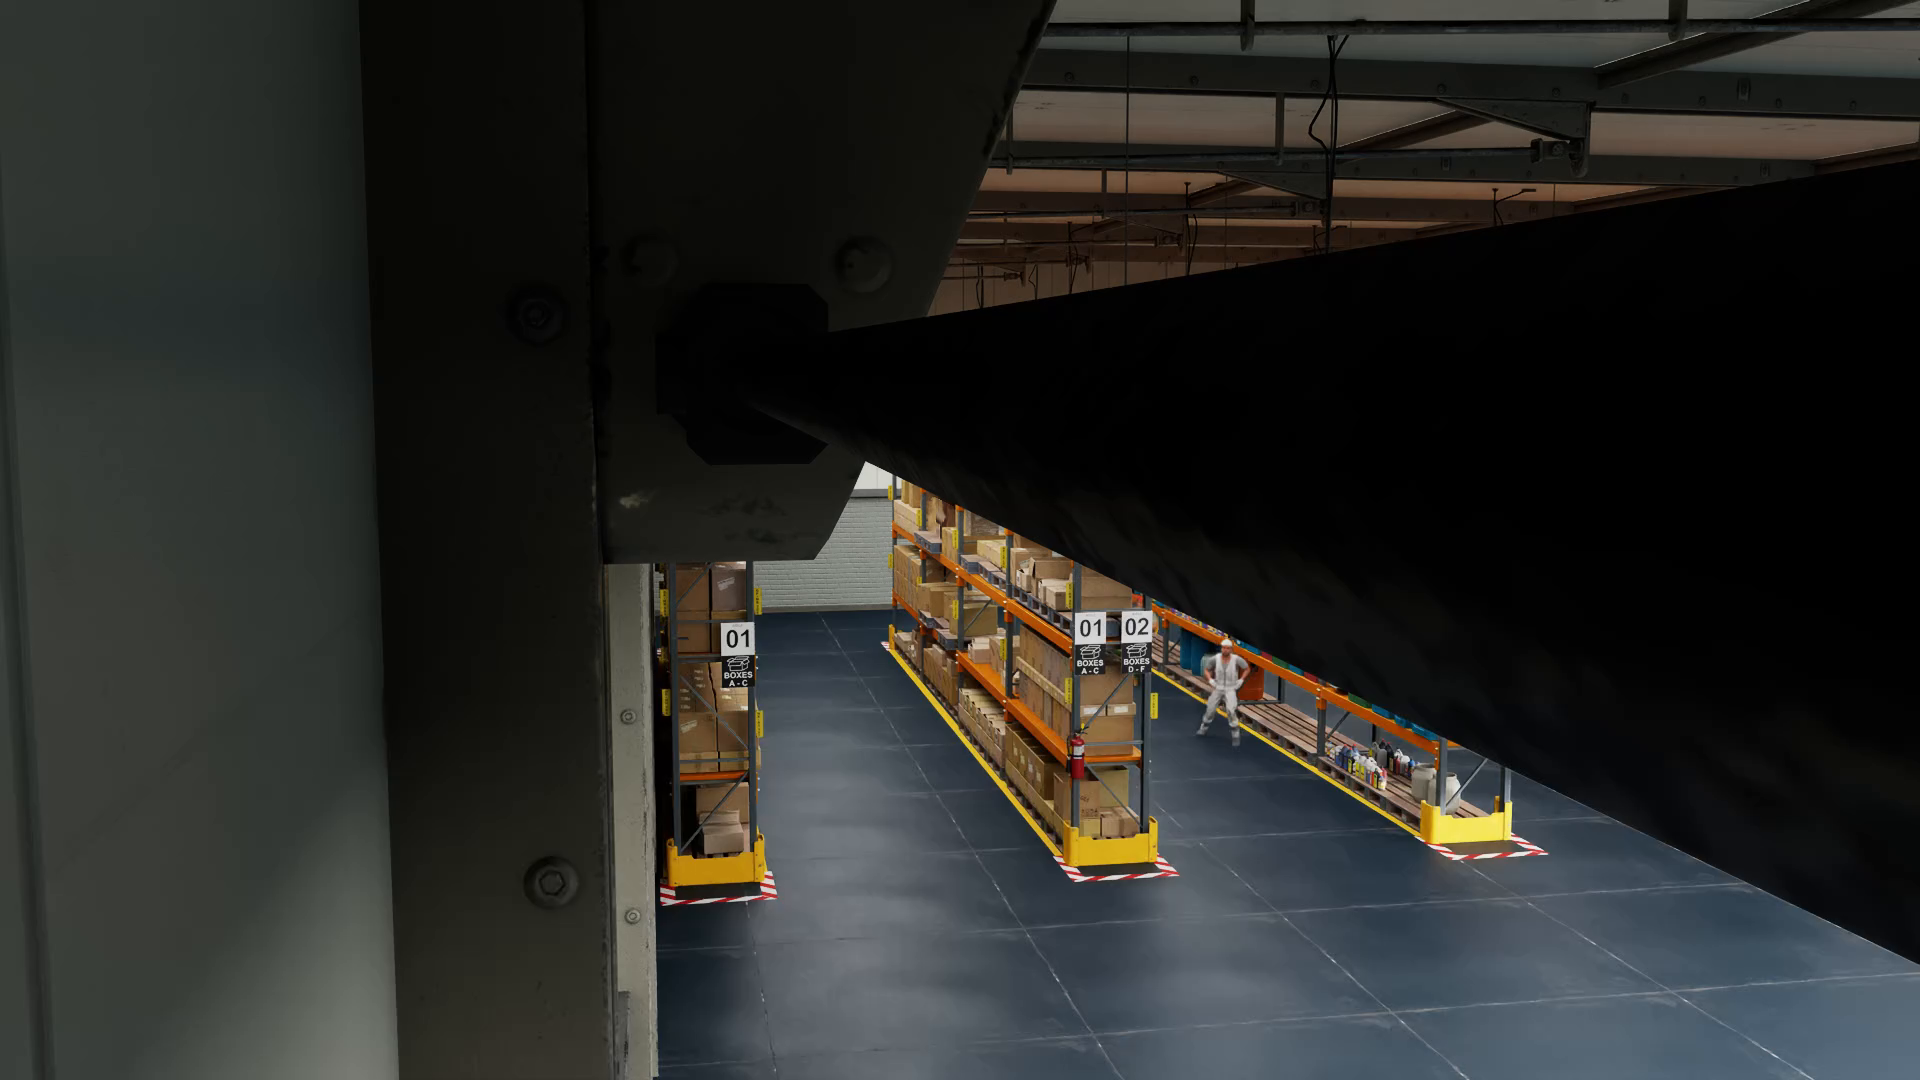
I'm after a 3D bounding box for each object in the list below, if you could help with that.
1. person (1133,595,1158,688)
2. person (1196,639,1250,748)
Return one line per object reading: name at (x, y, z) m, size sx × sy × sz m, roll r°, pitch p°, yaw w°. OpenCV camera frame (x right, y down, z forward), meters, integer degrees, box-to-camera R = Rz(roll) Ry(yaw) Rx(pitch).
person at (3.507, 1.951, 32.385) m, size 0.716 × 1.780 × 0.682 m, roll 2°, pitch 6°, yaw 16°
person at (4.345, 2.500, 27.547) m, size 0.885 × 1.765 × 0.718 m, roll 2°, pitch 6°, yaw 15°
